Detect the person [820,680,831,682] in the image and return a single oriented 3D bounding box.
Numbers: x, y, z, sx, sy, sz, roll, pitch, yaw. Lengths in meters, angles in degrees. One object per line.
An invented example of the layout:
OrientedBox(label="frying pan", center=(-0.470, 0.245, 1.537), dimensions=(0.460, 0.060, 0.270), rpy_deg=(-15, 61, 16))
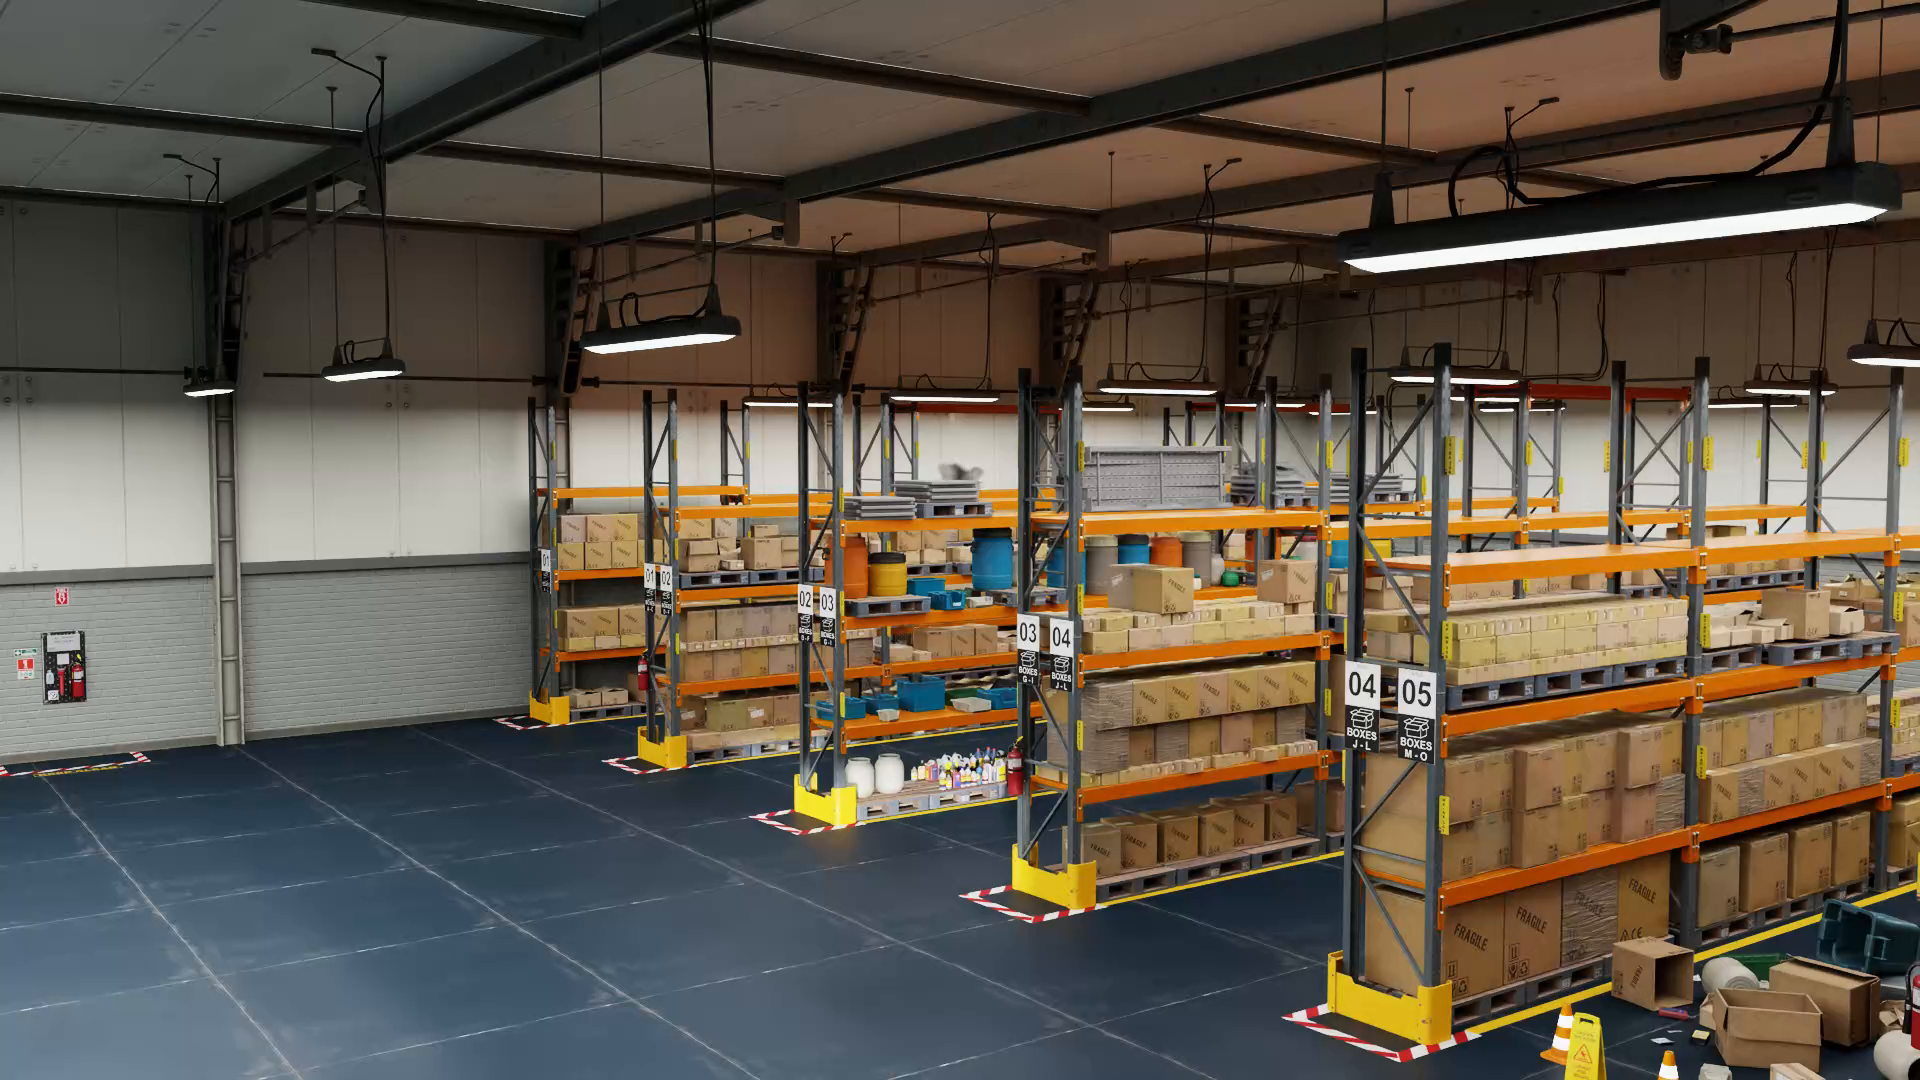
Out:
OrientedBox(label="person", center=(-2.486, 2.454, 31.043), dimensions=(0.564, 1.737, 0.638), rpy_deg=(-3, 4, -38))

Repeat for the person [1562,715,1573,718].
OrientedBox(label="person", center=(7.913, 3.039, 21.489), dimensions=(0.793, 1.676, 0.674), rpy_deg=(-2, 4, -34))
